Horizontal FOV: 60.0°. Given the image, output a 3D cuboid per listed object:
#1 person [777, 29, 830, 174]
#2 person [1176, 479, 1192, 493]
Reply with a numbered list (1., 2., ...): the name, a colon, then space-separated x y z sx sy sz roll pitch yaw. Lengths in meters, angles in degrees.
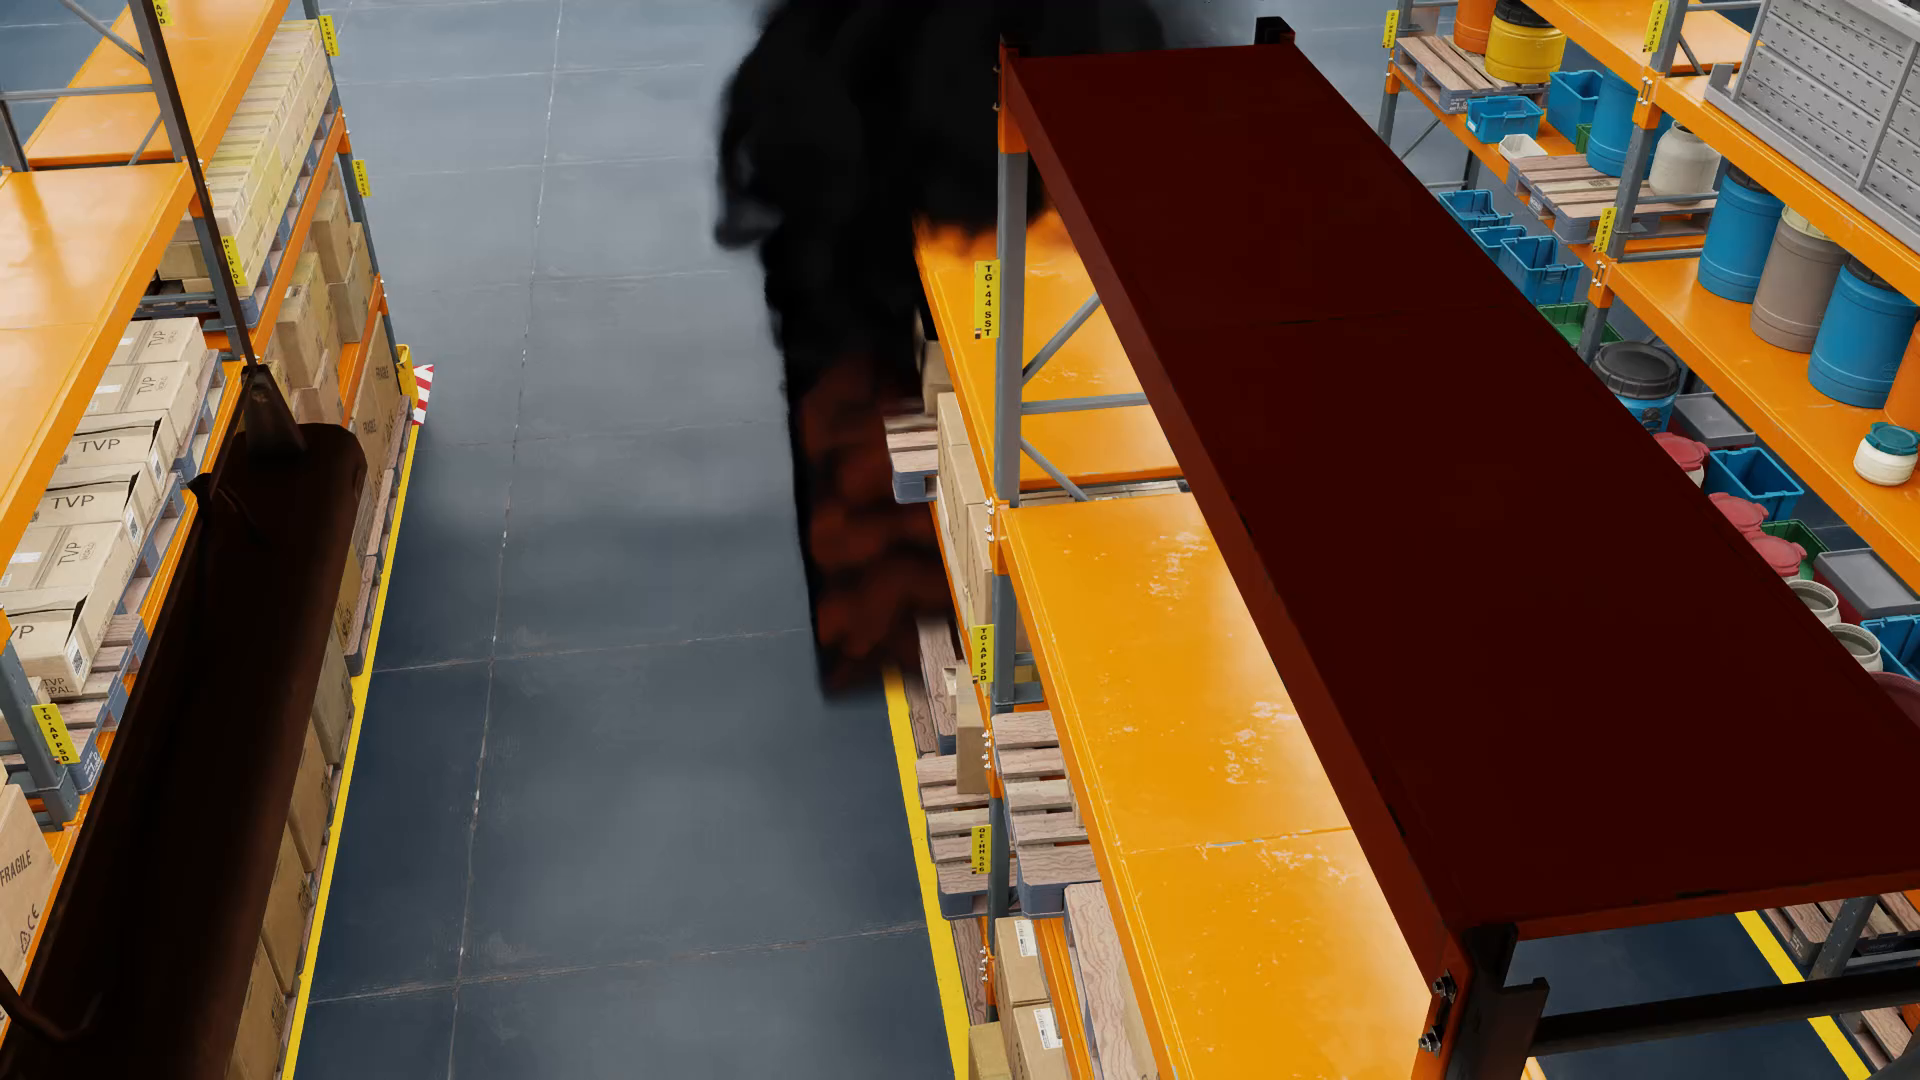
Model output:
1. person: -1.803 -4.940 18.783 0.645 1.651 0.581 16 39 20
2. person: 1.753 -0.583 12.789 0.679 1.721 0.576 -10 38 -14
